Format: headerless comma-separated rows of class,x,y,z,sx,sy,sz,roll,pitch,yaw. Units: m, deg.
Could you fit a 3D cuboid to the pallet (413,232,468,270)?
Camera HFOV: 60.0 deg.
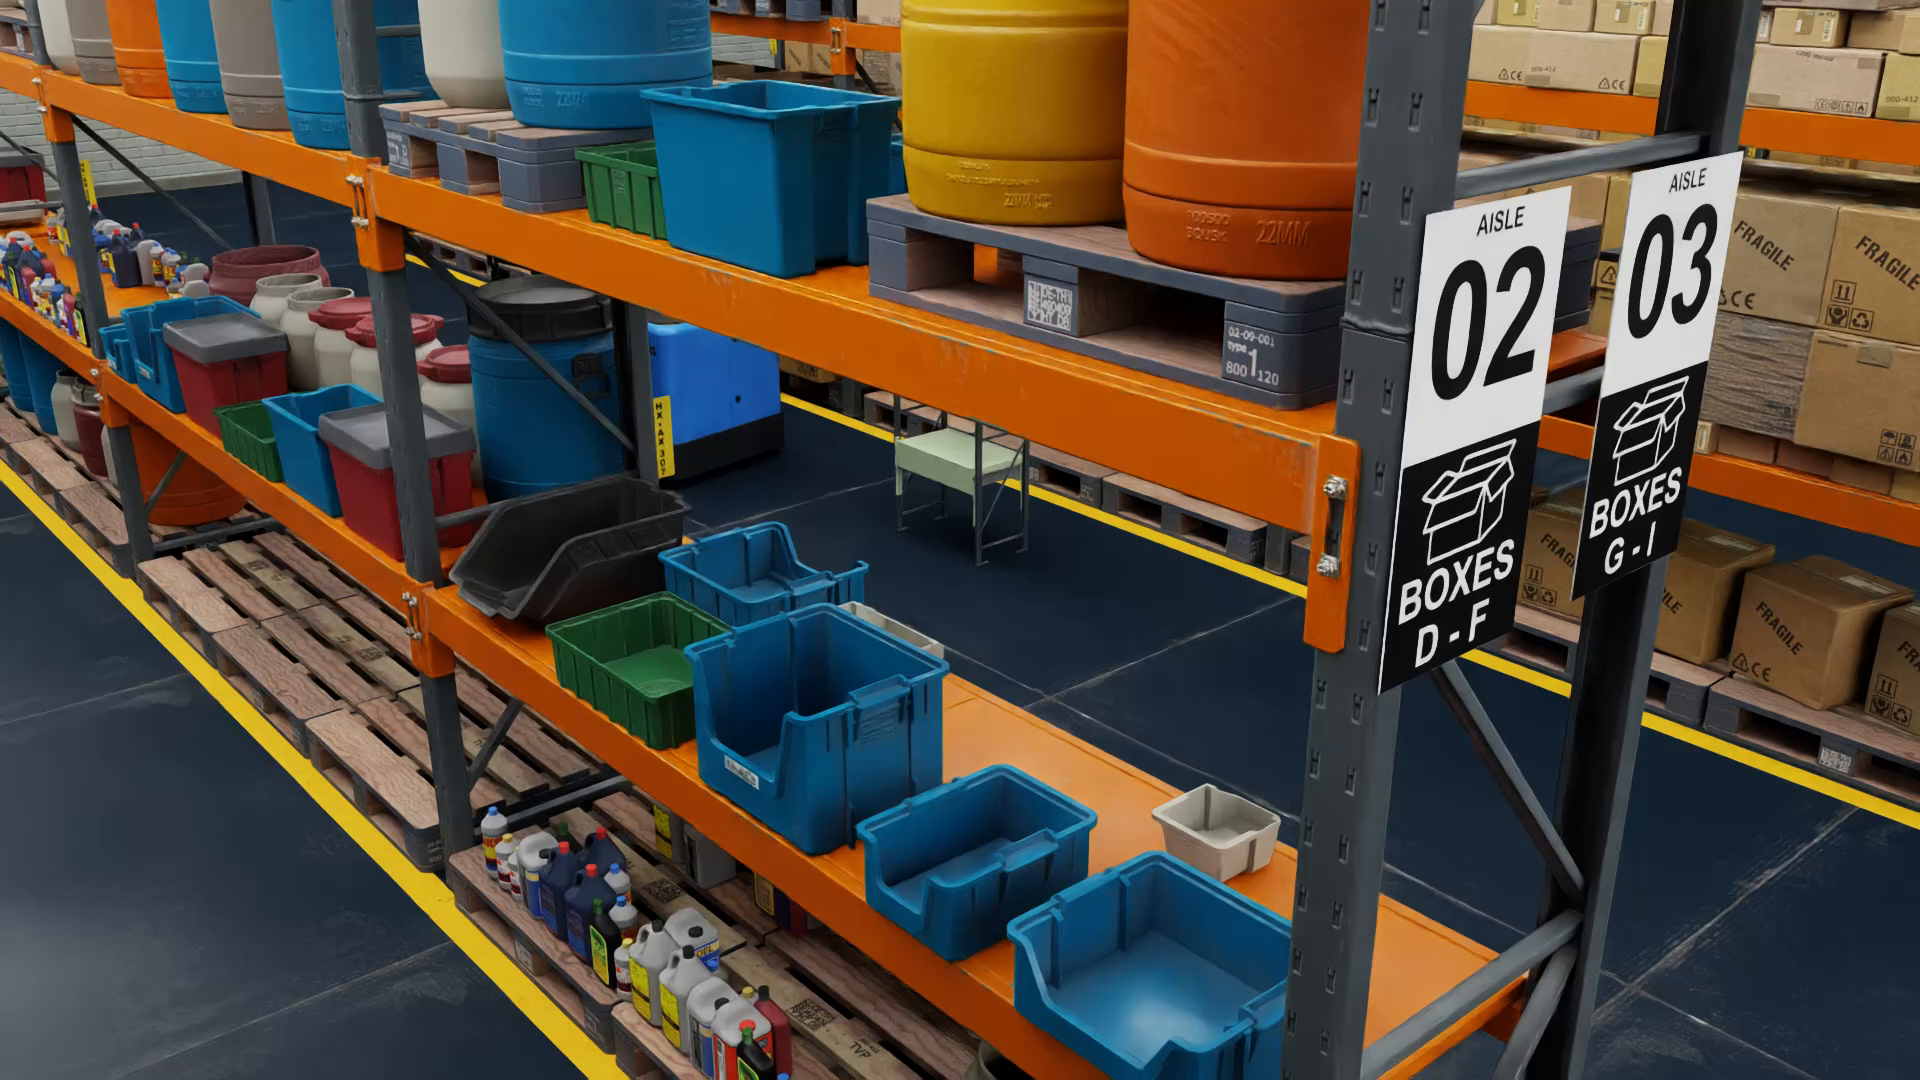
pallet,-5.094,-3.138,17.706,1.003,0.211,1.213,-17,27,-37

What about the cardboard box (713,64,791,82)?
cardboard box,-1.785,-3.512,13.326,0.797,0.503,0.637,-16,27,-36

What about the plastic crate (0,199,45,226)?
plastic crate,-7.012,-2.422,12.335,0.396,0.136,0.243,-17,27,-37

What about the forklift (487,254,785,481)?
forklift,-2.667,-2.167,11.499,3.031,2.935,1.130,17,27,36

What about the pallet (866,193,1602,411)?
pallet,0.550,-0.600,3.548,1.003,0.211,1.213,-17,27,-37

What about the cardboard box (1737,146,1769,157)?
cardboard box,5.652,-3.124,12.339,0.700,0.500,0.500,-18,28,-38

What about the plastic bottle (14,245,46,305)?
plastic bottle,-5.611,-1.606,10.040,0.144,0.351,0.185,-17,27,-37

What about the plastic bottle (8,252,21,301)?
plastic bottle,-5.747,-1.609,10.139,0.061,0.283,0.133,-17,27,-37

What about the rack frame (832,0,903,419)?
rack frame,-0.454,-2.428,12.071,1.000,3.000,0.127,-17,27,-37

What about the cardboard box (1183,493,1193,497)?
cardboard box,1.773,-0.539,10.071,0.500,0.500,0.700,20,29,41

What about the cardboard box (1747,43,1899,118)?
cardboard box,3.605,-1.899,6.811,0.500,0.250,0.500,-17,27,-36

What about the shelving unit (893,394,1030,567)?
shelving unit,0.004,-0.697,9.706,0.431,1.500,0.755,-17,27,-37

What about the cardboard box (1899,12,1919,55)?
cardboard box,3.826,-1.946,6.386,0.380,0.149,0.250,-17,27,-37

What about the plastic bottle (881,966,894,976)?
plastic bottle,-0.220,1.329,5.616,0.097,0.271,0.097,0,21,0

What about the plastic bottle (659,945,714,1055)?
plastic bottle,-0.860,1.427,5.256,0.144,0.351,0.185,-16,27,-35

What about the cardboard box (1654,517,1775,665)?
cardboard box,3.563,0.239,8.112,0.500,0.500,0.500,-14,26,-33

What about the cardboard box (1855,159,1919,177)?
cardboard box,6.643,-2.814,11.370,0.875,0.550,0.550,-17,27,-37

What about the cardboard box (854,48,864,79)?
cardboard box,-1.090,-5.507,19.385,0.500,0.500,0.500,-17,27,-37

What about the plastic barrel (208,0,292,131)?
plastic barrel,-2.518,-2.044,6.289,0.600,0.901,0.600,0,21,0

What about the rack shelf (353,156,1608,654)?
rack shelf,-0.289,-0.653,4.412,1.077,0.370,4.000,-17,27,-37

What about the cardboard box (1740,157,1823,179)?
cardboard box,3.636,-1.500,7.784,0.500,0.500,0.500,-17,27,-37

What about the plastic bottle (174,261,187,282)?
plastic bottle,-4.646,-1.538,9.974,0.097,0.271,0.097,0,21,0

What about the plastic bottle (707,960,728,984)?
plastic bottle,-0.797,1.456,5.388,0.097,0.201,0.097,0,21,0

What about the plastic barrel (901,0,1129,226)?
plastic barrel,0.176,-1.004,3.486,0.600,0.588,0.600,0,21,0

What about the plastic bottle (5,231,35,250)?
plastic bottle,-6.084,-1.858,10.786,0.152,0.276,0.135,-17,27,-37

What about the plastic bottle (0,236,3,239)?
plastic bottle,-6.199,-1.822,10.694,0.152,0.276,0.135,-17,27,-37

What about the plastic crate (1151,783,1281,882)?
plastic crate,0.676,0.760,4.292,0.298,0.136,0.250,-17,27,-37

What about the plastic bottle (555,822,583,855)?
plastic bottle,-1.407,1.165,6.017,0.061,0.283,0.133,-17,27,-37

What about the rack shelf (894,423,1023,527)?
rack shelf,0.004,-0.393,9.825,0.431,0.370,0.720,-17,27,-37

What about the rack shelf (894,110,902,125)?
rack shelf,-0.547,-4.904,19.378,1.077,0.370,4.000,-17,27,-37

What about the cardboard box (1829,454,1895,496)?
cardboard box,3.910,-0.330,7.057,0.380,0.149,0.250,-17,27,-37

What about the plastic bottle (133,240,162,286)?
plastic bottle,-5.149,-1.771,10.563,0.152,0.276,0.135,-17,27,-37

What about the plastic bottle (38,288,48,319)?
plastic bottle,-5.323,-1.401,9.722,0.097,0.201,0.097,0,21,0

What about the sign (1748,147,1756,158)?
sign,5.576,-2.846,11.659,0.100,0.325,0.005,-17,27,-37

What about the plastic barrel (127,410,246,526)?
plastic barrel,-4.538,-0.565,9.715,0.600,0.830,0.708,-17,27,-37

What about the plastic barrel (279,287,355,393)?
plastic barrel,-3.098,-0.952,8.147,0.421,0.512,0.421,0,21,0

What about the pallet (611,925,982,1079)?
pallet,-0.388,1.687,5.388,1.003,0.211,1.213,-17,27,-37

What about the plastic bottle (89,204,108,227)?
plastic bottle,-5.848,-2.104,11.311,0.144,0.351,0.185,-17,27,-37

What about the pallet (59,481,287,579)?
pallet,-4.752,-0.159,10.100,1.003,0.211,1.213,-17,27,-37

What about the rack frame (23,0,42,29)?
rack frame,-4.206,-4.043,7.967,1.000,3.000,0.127,-17,27,-37

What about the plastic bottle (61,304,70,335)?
plastic bottle,-5.005,-1.267,9.378,0.097,0.201,0.097,0,21,0

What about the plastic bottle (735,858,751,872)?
plastic bottle,-0.831,1.047,6.227,0.144,0.351,0.185,-19,28,-40

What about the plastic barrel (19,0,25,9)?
plastic barrel,-5.017,-3.038,9.130,0.301,0.262,0.301,0,21,0

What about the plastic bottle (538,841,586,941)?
plastic bottle,-1.382,1.206,5.820,0.144,0.351,0.185,-17,27,-36

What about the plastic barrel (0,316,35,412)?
plastic barrel,-6.475,-1.419,11.794,0.600,0.901,0.708,-17,27,-37

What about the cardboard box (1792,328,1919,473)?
cardboard box,4.013,-0.671,7.040,0.875,0.500,0.500,-17,27,-37

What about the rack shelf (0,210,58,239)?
rack shelf,-8.122,-2.572,13.424,1.077,0.370,4.000,-17,27,-37

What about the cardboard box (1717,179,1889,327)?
cardboard box,3.567,-1.237,7.114,0.500,0.500,0.500,-17,27,-37

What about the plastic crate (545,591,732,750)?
plastic crate,-0.923,0.397,5.149,0.450,0.188,0.662,-17,27,-37

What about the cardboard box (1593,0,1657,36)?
cardboard box,3.016,-2.321,7.343,0.380,0.149,0.250,-18,28,-38

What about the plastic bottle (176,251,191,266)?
plastic bottle,-4.749,-1.631,10.195,0.061,0.283,0.133,-17,27,-37

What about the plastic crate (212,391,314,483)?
plastic crate,-2.946,-0.459,7.335,0.450,0.188,0.662,-17,27,-37

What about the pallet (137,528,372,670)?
pallet,-3.730,0.272,8.999,1.003,0.211,1.213,-17,27,-37

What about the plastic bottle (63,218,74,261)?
plastic bottle,-5.958,-2.070,11.224,0.144,0.351,0.185,-17,27,-37
